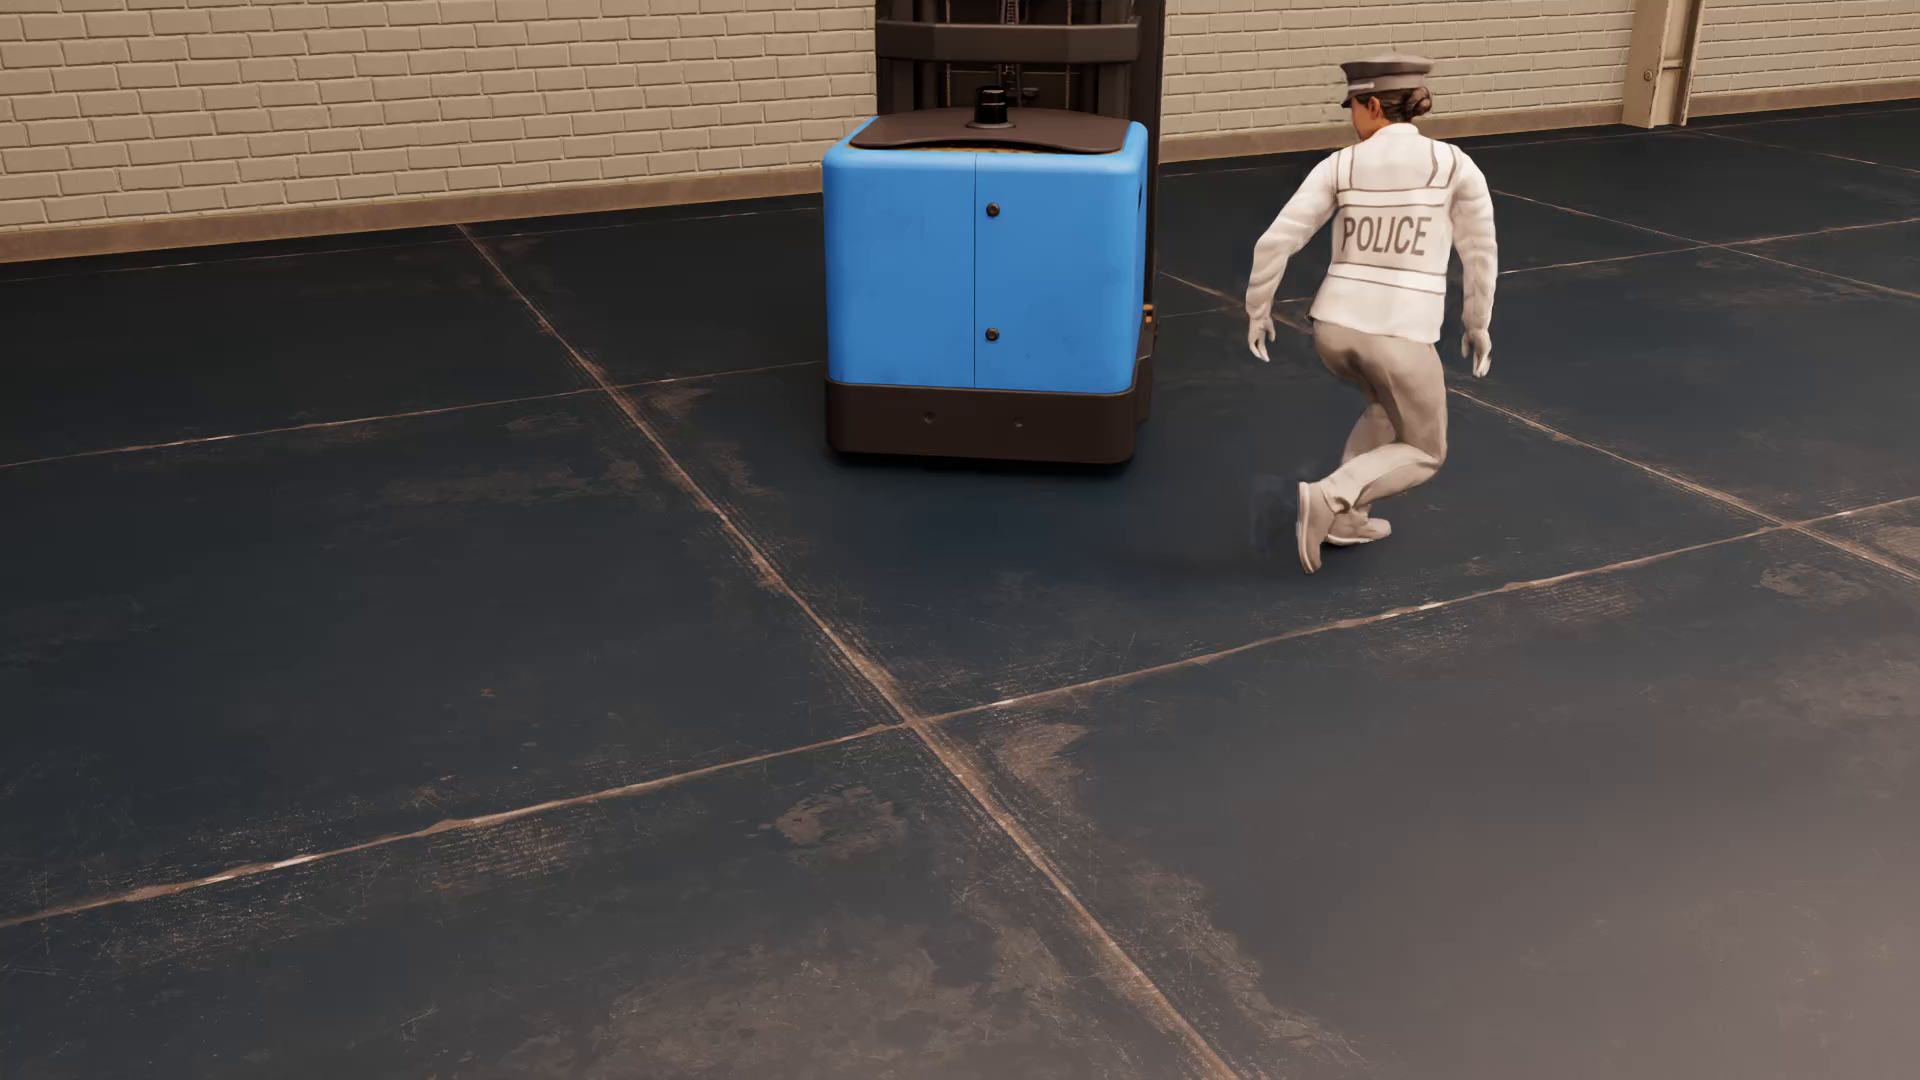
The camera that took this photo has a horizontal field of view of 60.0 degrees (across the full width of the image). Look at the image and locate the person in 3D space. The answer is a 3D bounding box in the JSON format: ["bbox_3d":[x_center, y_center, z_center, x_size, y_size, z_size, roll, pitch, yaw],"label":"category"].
[{"bbox_3d":[1.133,-0.635,4.788,0.628,1.458,0.671,17,28,35],"label":"person"}]

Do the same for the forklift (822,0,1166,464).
[{"bbox_3d":[0.259,-2.136,6.429,1.130,2.935,3.031,3,23,7],"label":"forklift"}]
